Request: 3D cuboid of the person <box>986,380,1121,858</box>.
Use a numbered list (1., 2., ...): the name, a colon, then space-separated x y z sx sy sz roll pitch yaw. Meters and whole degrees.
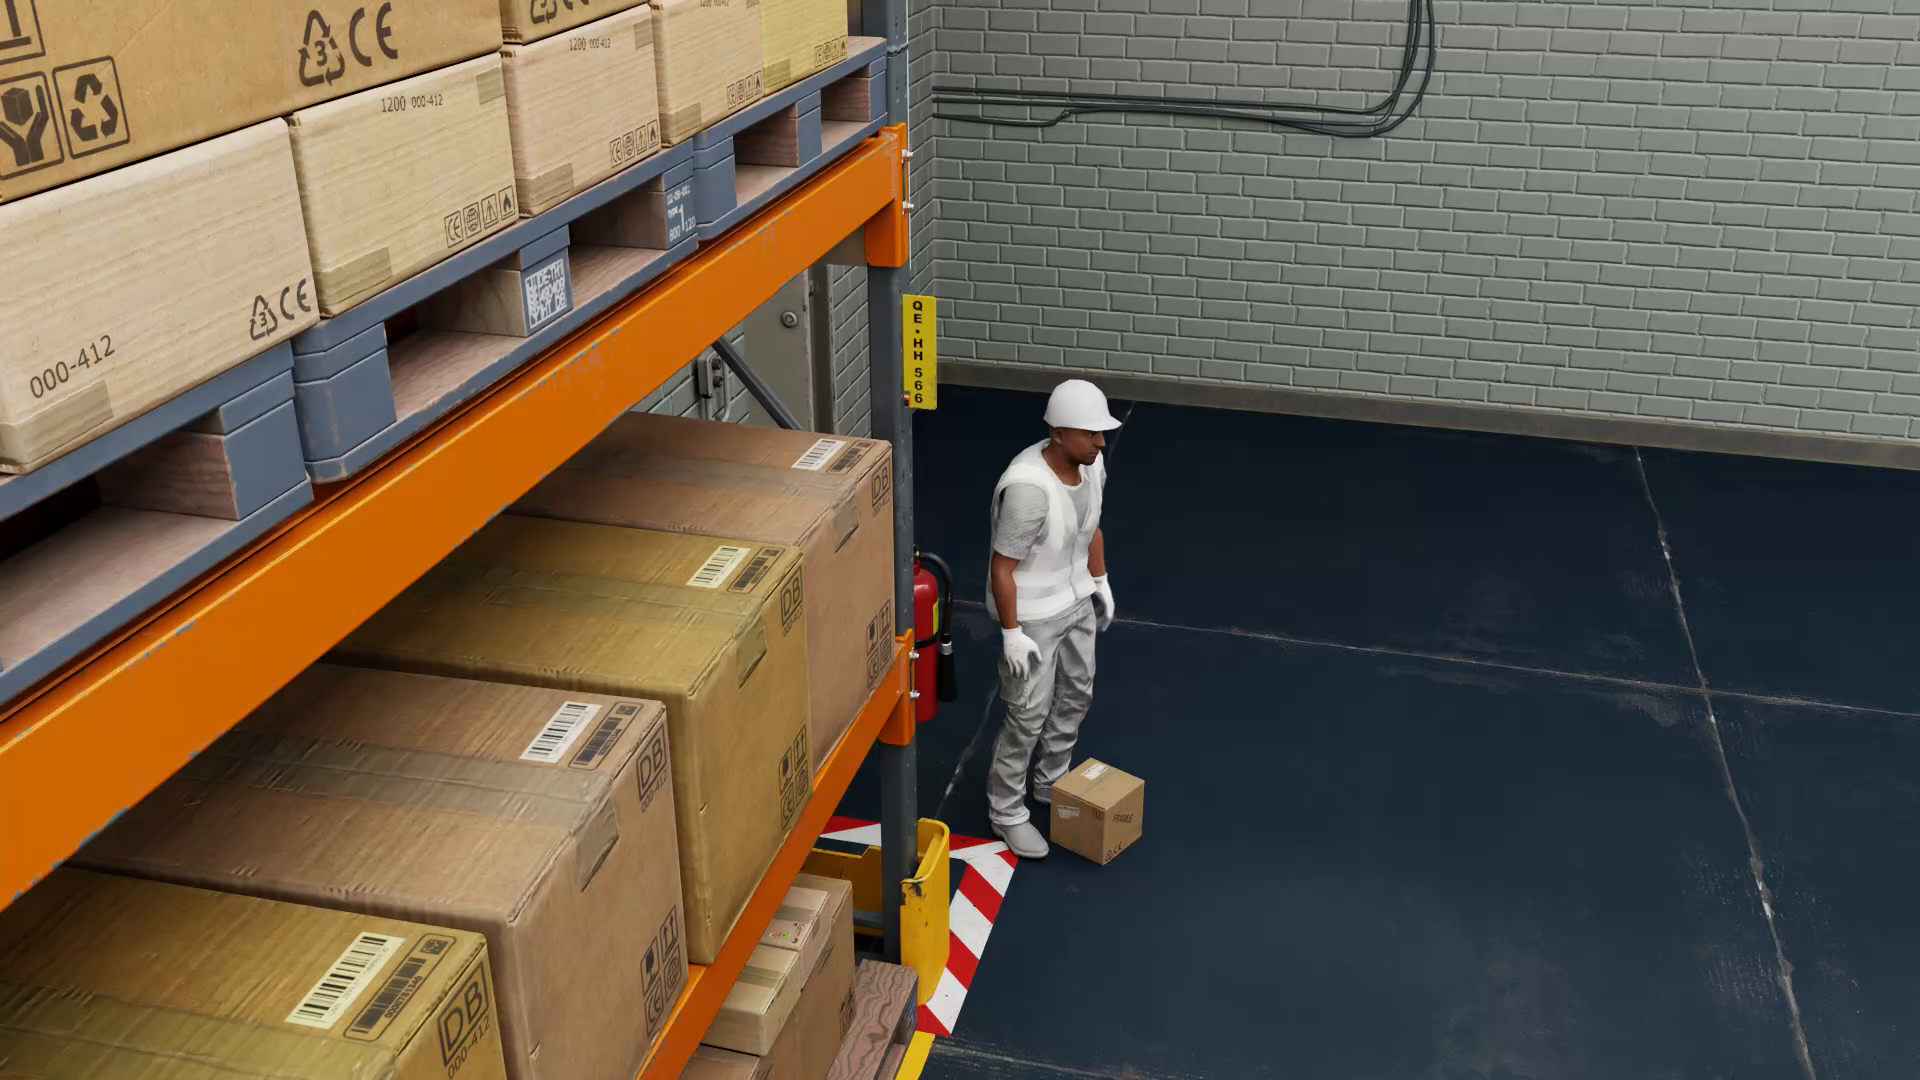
1. person: 0.340 0.258 6.041 0.443 1.776 0.631 19 31 35
